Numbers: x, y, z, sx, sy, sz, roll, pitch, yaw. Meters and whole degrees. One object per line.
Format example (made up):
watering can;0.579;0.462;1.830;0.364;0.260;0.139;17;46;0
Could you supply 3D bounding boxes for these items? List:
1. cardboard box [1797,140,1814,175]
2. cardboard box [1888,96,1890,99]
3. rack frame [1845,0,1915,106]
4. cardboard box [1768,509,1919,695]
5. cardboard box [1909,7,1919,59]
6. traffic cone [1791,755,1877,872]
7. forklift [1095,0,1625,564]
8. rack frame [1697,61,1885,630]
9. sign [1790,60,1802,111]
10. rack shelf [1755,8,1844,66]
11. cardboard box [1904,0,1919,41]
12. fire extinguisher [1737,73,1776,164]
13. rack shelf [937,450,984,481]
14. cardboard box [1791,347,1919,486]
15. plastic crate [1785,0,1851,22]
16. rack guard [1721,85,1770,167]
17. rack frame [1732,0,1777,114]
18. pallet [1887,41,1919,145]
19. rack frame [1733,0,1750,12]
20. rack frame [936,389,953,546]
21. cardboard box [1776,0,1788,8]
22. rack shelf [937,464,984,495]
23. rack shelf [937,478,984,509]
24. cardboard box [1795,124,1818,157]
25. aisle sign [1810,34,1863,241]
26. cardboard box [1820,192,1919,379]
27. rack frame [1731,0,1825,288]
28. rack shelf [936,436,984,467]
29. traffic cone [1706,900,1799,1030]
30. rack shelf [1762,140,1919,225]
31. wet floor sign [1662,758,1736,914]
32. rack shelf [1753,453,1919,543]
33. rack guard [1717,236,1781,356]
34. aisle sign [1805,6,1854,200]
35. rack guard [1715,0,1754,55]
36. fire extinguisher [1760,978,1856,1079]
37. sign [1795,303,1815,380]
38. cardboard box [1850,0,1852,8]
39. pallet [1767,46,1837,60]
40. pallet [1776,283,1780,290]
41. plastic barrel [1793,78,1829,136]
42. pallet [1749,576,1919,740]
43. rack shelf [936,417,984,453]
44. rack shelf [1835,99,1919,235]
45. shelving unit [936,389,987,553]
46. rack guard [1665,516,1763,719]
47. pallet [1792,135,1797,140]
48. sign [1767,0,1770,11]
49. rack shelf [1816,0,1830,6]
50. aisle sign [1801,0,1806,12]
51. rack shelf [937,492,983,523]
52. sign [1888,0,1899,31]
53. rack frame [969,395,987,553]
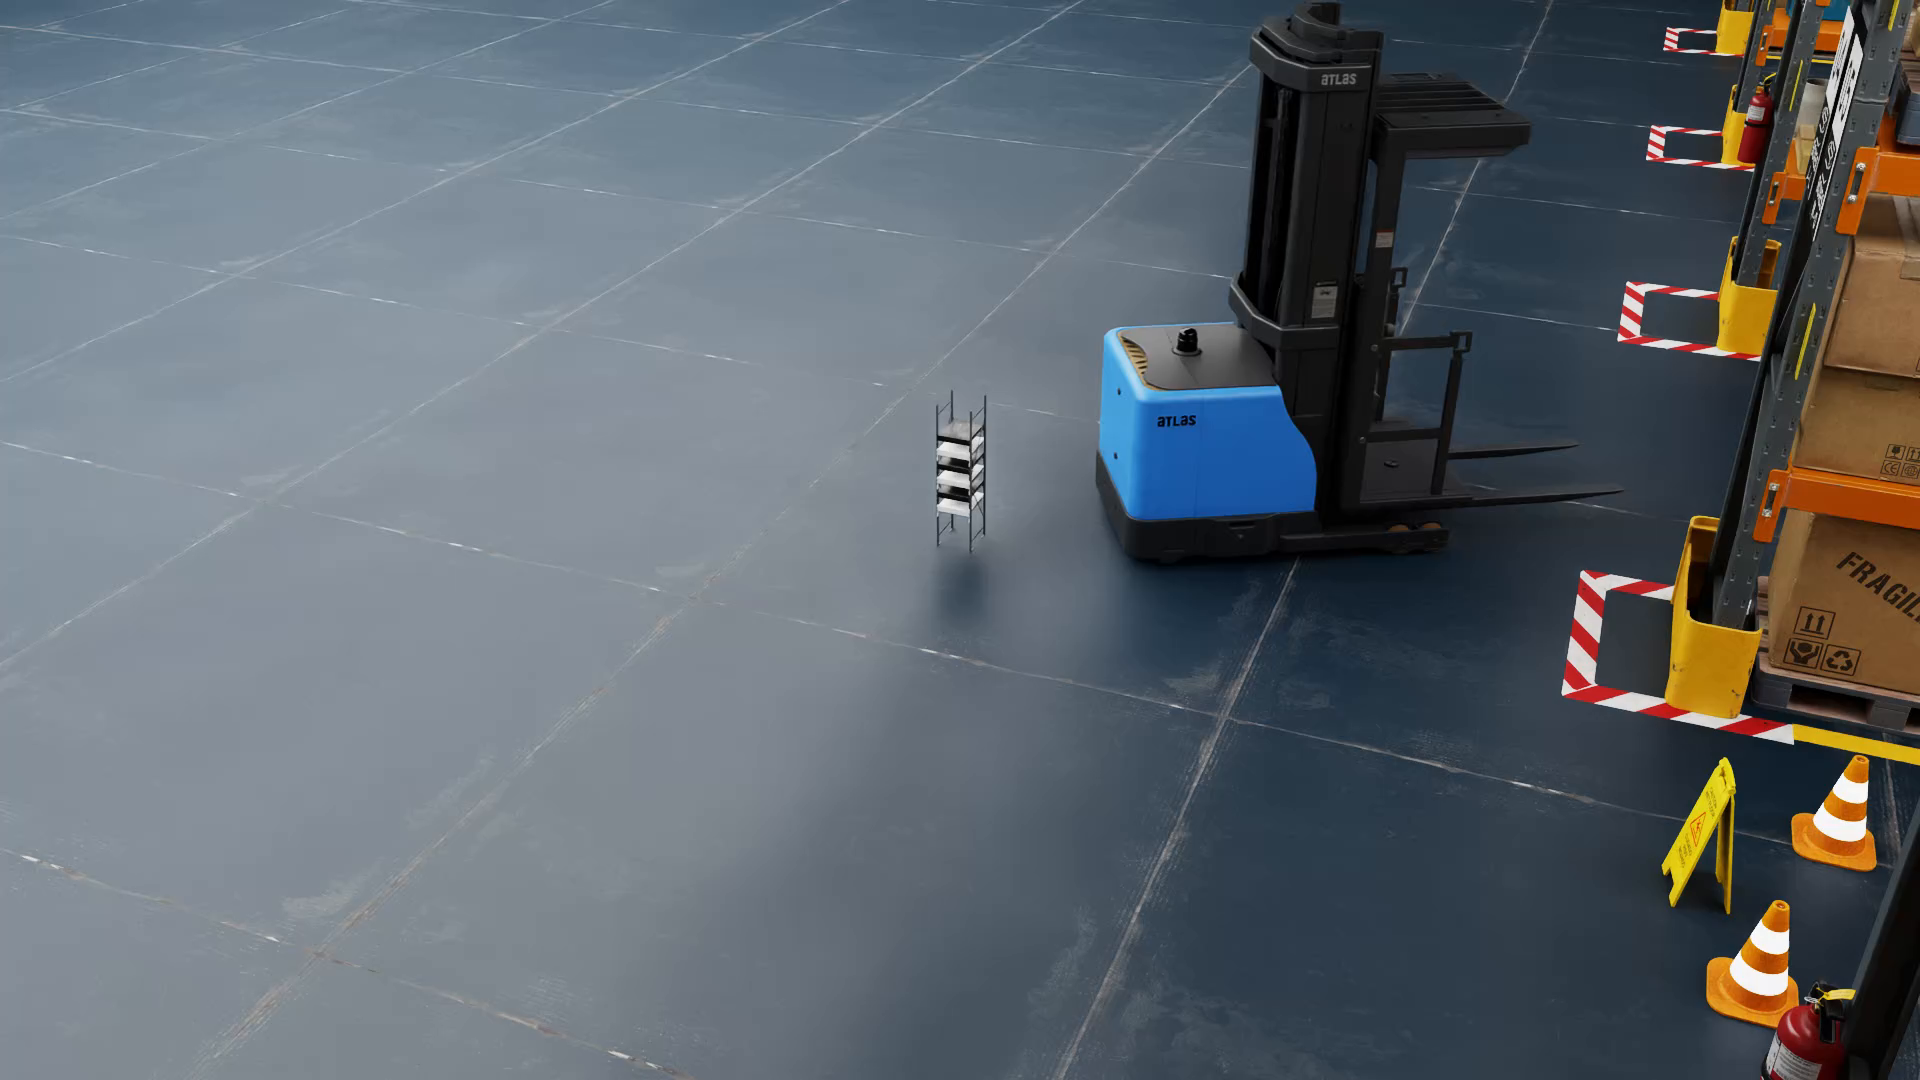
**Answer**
cardboard box;6.045;-2.680;11.698;0.250;0.149;0.380;11;31;19
cardboard box;6.370;-3.009;11.622;0.500;0.500;0.875;11;31;19
rack frame;3.912;-3.320;6.478;0.127;3.000;1.000;11;31;19
cardboard box;4.565;0.130;8.205;0.875;0.875;0.875;11;31;19
cardboard box;4.348;-2.224;7.314;0.250;0.149;0.380;11;31;19
traffic cone;3.870;1.142;7.259;0.334;0.463;0.336;11;31;19
forklift;2.388;-1.449;9.334;3.031;2.935;1.130;-4;30;-6
rack frame;3.912;-0.708;7.954;0.127;3.000;1.000;11;31;19
sign;5.667;-3.080;11.271;0.005;0.325;0.100;11;31;19
rack shelf;9.586;-4.526;15.440;4.000;0.370;1.077;11;31;19
cardboard box;6.278;-3.333;11.178;0.500;0.500;0.500;11;31;19
fire extinguisher;5.938;-3.148;12.350;0.183;0.674;0.296;11;31;19
rack shelf;0.008;-0.440;9.498;0.200;0.077;0.258;11;31;19
cardboard box;4.273;-0.725;7.832;0.550;0.550;0.875;11;31;19
plastic crate;8.309;-5.188;16.032;0.616;0.251;0.499;11;31;19
rack guard;7.821;-4.128;16.546;0.348;0.500;1.175;11;31;19
rack frame;7.733;-5.209;15.918;0.127;3.000;1.000;11;31;19
pallet;4.603;-1.843;7.003;1.213;0.211;1.003;11;31;19
rack frame;9.598;-7.467;19.912;0.127;3.000;1.000;11;31;19
rack frame;-0.087;-0.409;9.559;0.006;0.900;0.240;11;31;19
cardboard box;10.207;-6.816;20.365;0.500;0.500;0.500;11;31;19
rack shelf;0.008;-0.361;9.542;0.200;0.077;0.258;11;31;19
rack shelf;0.008;-0.283;9.587;0.200;0.077;0.258;11;31;19
cardboard box;6.212;-2.883;12.057;0.250;0.149;0.380;11;31;19
aisle sign;3.734;-1.716;7.095;0.004;0.787;0.394;11;31;19
cardboard box;4.241;-1.157;7.499;0.550;0.550;0.875;11;31;19
rack frame;5.870;-2.951;11.922;0.127;3.000;1.000;11;31;19
rack shelf;0.008;-0.518;9.454;0.200;0.077;0.258;11;31;19
traffic cone;3.130;1.595;6.459;0.334;0.463;0.336;11;31;19
rack shelf;7.724;-2.268;11.444;4.000;0.370;1.077;11;31;19
wet floor sign;3.141;1.215;6.945;0.232;0.644;0.267;6;30;11
rack shelf;5.765;-0.025;7.476;4.000;0.370;1.077;11;31;19
rack guard;5.941;-1.848;12.512;0.348;0.500;1.175;11;31;19
aisle sign;3.959;-1.989;7.579;0.004;0.787;0.394;11;31;19
rack guard;9.576;-6.383;20.535;0.348;0.500;1.175;11;31;19
fire extinguisher;2.212;1.370;4.356;0.183;0.674;0.296;11;31;19
sign;3.698;-0.867;7.276;0.005;0.325;0.100;11;31;19
cardboard box;6.473;-3.570;11.598;0.500;0.500;0.500;11;31;19
pallet;10.323;-6.131;20.382;1.213;0.211;1.003;11;31;19
pallet;6.680;-1.556;12.289;1.213;0.211;1.003;11;31;19
plastic barrel;8.371;-4.222;16.273;0.421;0.512;0.421;0;29;0
pallet;4.682;0.618;8.442;1.213;0.211;1.003;11;31;19
rack shelf;0.008;-0.596;9.409;0.200;0.077;0.258;11;31;19
rack shelf;5.765;-1.331;6.738;4.000;0.370;1.077;11;31;19
shelving unit;0.008;-0.390;9.526;0.210;0.900;0.258;11;31;19
rack guard;3.890;0.376;8.577;0.348;0.500;1.175;11;31;19
pallet;8.572;-3.850;16.347;1.213;0.211;1.003;11;31;19
sign;7.522;-5.080;15.407;0.005;0.325;0.100;11;31;19
rack shelf;7.724;-3.573;10.706;4.000;0.370;1.077;11;31;19
aisle sign;5.700;-3.957;11.061;0.004;0.787;0.394;11;31;19
rack shelf;0.008;-0.205;9.631;0.200;0.077;0.258;11;31;19
sign;3.698;-2.177;6.536;0.005;0.325;0.100;11;31;19
rack frame;0.102;-0.371;9.493;0.006;0.900;0.240;11;31;19
